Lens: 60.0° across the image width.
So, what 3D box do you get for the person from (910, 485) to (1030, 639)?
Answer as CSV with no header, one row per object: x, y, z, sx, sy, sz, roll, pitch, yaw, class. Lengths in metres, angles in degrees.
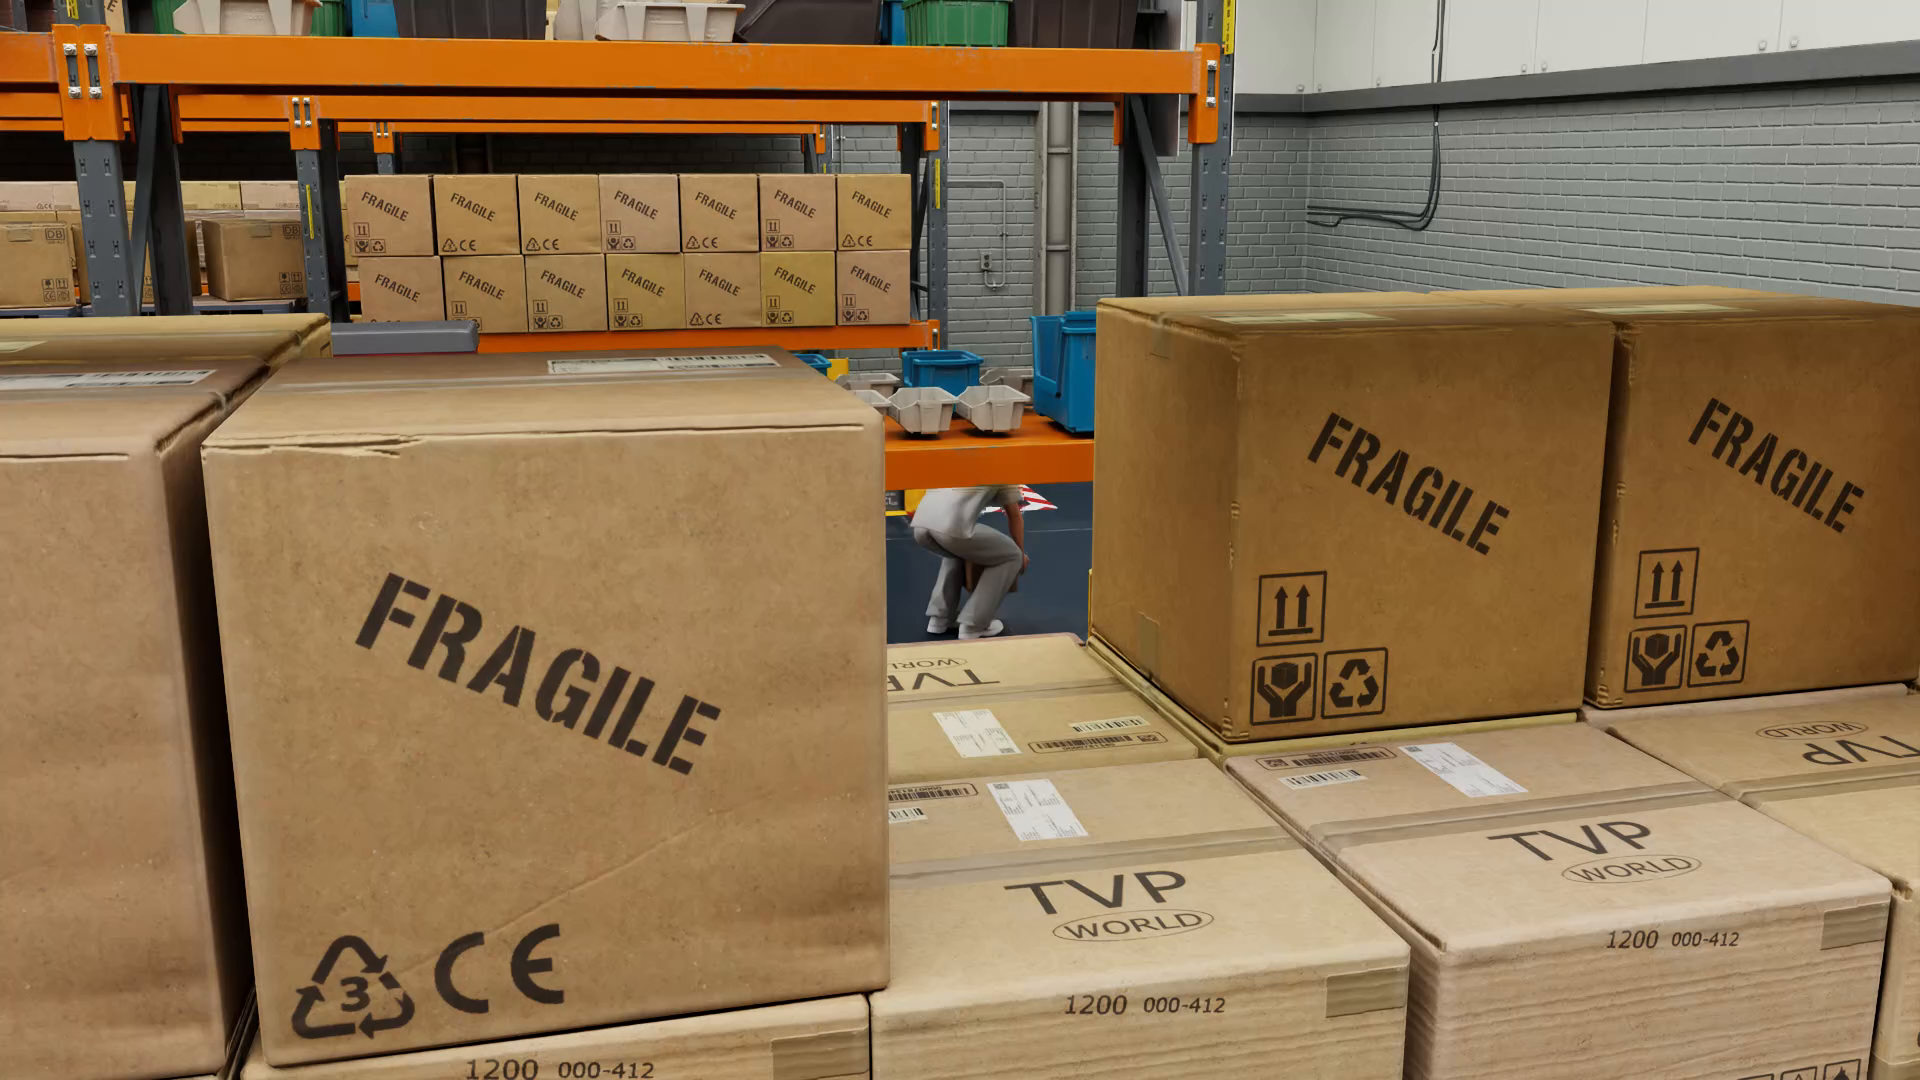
0.049,-0.071,8.607,0.493,1.095,0.750,11,17,39,person
